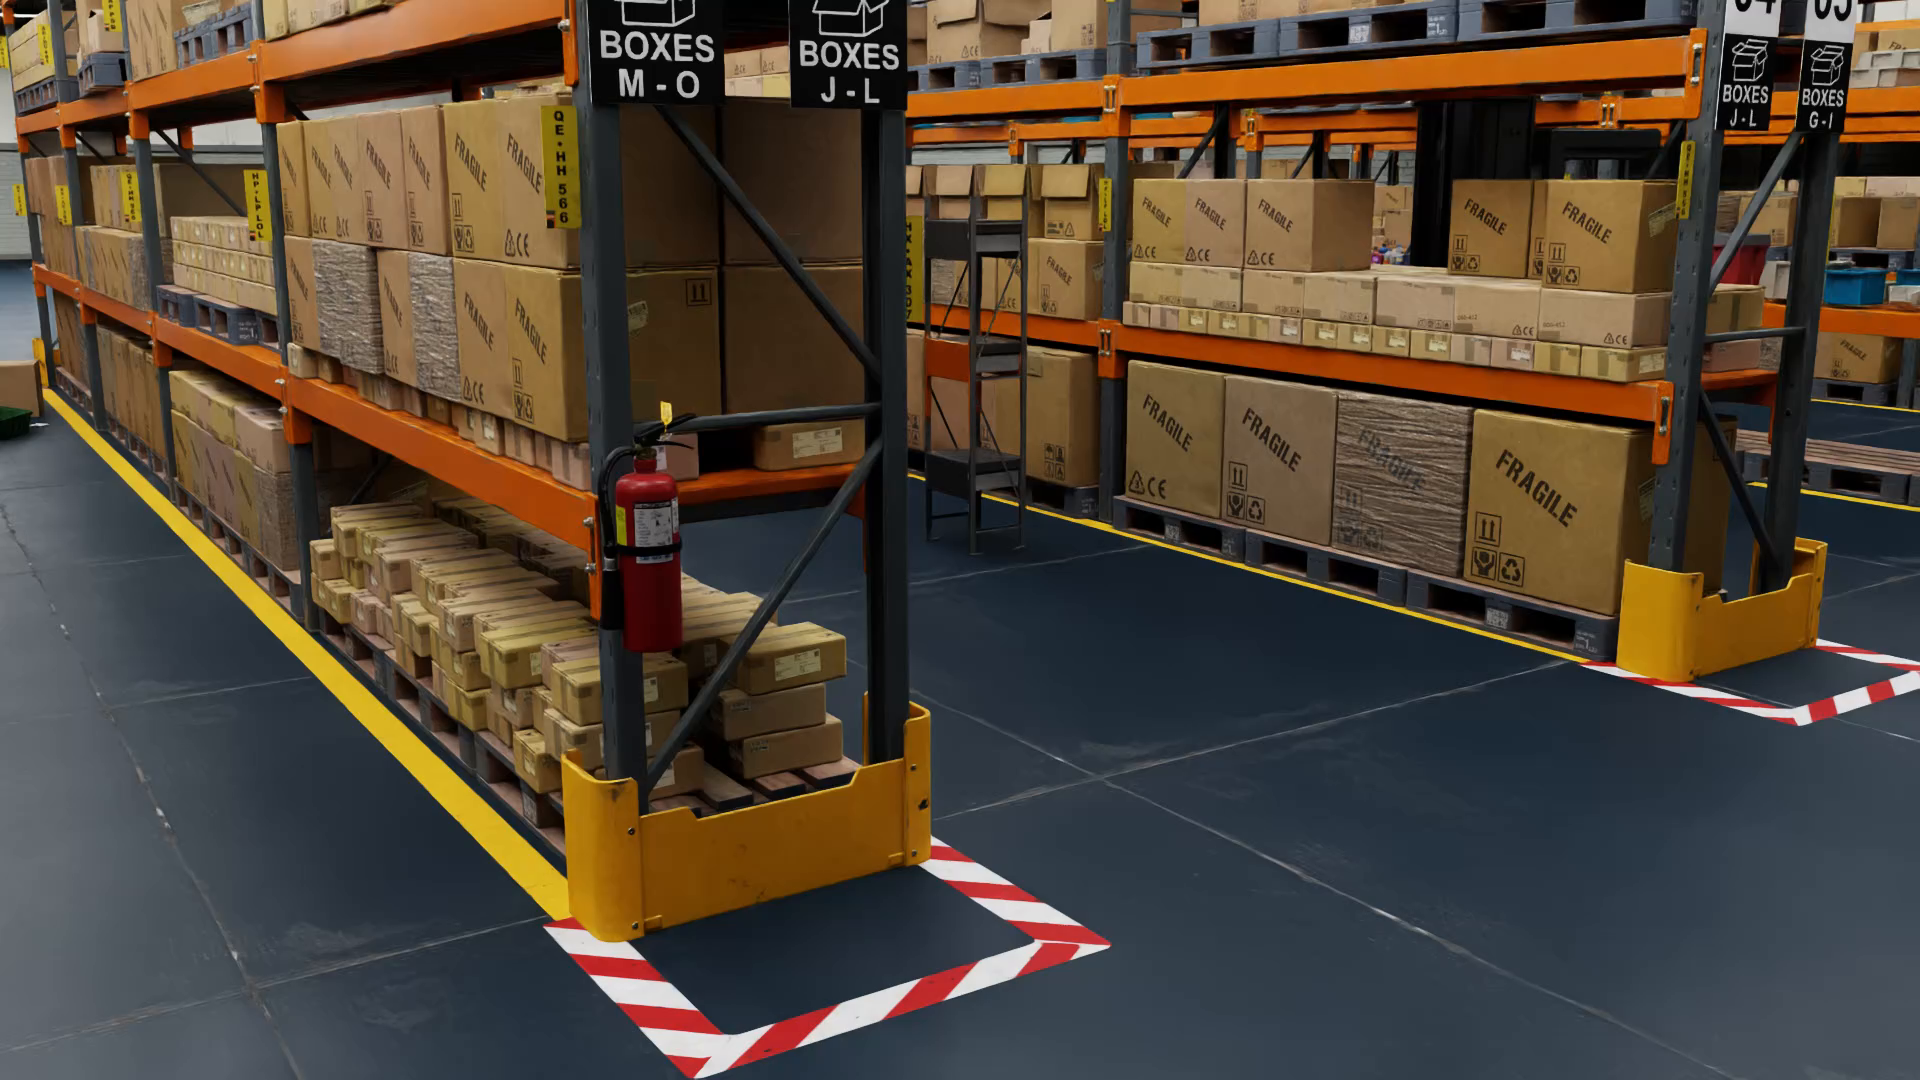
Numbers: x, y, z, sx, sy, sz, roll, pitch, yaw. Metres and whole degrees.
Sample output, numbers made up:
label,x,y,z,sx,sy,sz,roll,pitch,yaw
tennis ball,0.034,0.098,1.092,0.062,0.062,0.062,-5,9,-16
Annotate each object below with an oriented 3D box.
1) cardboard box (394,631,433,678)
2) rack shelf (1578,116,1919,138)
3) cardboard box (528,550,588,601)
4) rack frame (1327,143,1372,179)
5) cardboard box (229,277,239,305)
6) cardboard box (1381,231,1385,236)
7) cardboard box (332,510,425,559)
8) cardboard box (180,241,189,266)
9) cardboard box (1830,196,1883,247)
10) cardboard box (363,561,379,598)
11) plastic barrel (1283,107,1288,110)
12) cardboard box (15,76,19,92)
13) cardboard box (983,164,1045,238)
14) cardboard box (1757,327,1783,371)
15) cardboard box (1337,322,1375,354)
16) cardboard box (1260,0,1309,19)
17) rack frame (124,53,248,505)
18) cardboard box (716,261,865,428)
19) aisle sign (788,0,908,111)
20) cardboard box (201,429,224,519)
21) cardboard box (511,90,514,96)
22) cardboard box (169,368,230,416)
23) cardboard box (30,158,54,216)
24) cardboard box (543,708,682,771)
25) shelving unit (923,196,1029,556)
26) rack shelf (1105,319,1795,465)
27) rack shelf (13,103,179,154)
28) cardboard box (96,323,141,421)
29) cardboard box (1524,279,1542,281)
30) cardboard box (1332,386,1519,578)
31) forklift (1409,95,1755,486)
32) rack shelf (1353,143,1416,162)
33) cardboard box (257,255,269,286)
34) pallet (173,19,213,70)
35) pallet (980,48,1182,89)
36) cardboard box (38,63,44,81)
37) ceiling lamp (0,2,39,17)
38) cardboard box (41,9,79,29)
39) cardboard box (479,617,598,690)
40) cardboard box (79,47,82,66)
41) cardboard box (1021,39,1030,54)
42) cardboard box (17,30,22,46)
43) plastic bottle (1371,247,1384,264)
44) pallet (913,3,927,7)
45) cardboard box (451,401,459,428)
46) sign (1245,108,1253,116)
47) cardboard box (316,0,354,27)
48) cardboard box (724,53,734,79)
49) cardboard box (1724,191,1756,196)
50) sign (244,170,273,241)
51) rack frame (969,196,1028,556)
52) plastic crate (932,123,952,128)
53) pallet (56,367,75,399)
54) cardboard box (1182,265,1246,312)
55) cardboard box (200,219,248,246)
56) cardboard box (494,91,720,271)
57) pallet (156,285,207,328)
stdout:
label,x,y,z,sx,sy,sz,roll,pitch,yaw
cardboard box,-2.141,0.450,6.974,0.380,0.149,0.250,-9,15,-34
rack shelf,8.498,-4.277,17.562,1.077,0.370,4.000,-8,15,-33
cardboard box,-1.584,0.143,6.983,0.380,0.149,0.250,-8,15,-33
rack frame,5.174,-4.230,22.685,1.000,3.000,0.127,-8,15,-33
cardboard box,-3.937,-1.428,9.473,0.380,0.149,0.250,-7,14,-30
cardboard box,5.814,-4.030,22.084,0.396,0.266,0.258,-9,15,-34
cardboard box,-2.706,-0.028,7.766,0.380,0.149,0.250,-7,14,-30
cardboard box,-4.791,-1.848,10.700,0.380,0.149,0.250,-7,14,-30
cardboard box,9.096,-3.287,17.155,0.700,0.500,0.500,-6,14,-24
cardboard box,-2.513,0.151,7.642,0.380,0.149,0.250,-8,15,-33
plastic barrel,3.347,-4.545,16.840,0.421,0.512,0.421,0,12,0
cardboard box,-9.411,-4.653,16.969,0.380,0.149,0.250,-8,15,-32
cardboard box,0.626,-2.411,11.782,0.797,0.503,0.637,-8,15,-32
cardboard box,8.550,-2.033,17.460,0.500,0.500,0.500,-8,15,-32
cardboard box,2.255,-1.098,8.949,0.380,0.149,0.250,-8,15,-32
cardboard box,2.135,-3.176,9.390,0.700,0.500,0.500,-7,14,-30
rack frame,-5.044,-1.778,11.471,1.000,3.000,0.127,-8,15,-33
cardboard box,-0.630,-0.662,5.437,0.500,0.500,0.500,-7,14,-30
aisle sign,-0.321,-1.648,4.790,0.394,0.787,0.004,-8,15,-33
cardboard box,-4.295,-0.426,10.158,0.500,0.500,0.500,-9,15,-34
cardboard box,-5.026,-5.193,19.481,0.380,0.149,0.250,-8,15,-34
cardboard box,-4.863,-0.977,10.921,0.500,0.250,0.500,-9,15,-35
cardboard box,-8.724,-3.528,16.597,0.875,0.550,0.550,-8,15,-33
cardboard box,-1.142,0.627,5.468,0.380,0.149,0.250,-9,15,-34
shelving unit,0.092,-0.996,10.003,0.431,2.100,0.503,-8,15,-33
rack shelf,2.465,-0.929,9.271,1.077,0.370,4.000,-8,15,-33
rack shelf,-8.368,-3.959,16.107,1.077,0.370,4.000,-8,15,-33
cardboard box,-6.841,-1.496,14.463,1.050,0.750,0.750,-8,15,-33
cardboard box,3.239,-1.205,8.507,0.500,0.250,0.500,-8,15,-33
cardboard box,2.648,-0.358,8.967,0.875,0.875,0.875,-8,15,-33
forklift,3.763,-1.607,10.849,3.031,2.935,1.130,-3,13,-12
rack shelf,8.188,-6.287,26.752,1.077,0.370,4.000,-8,15,-33
cardboard box,-3.495,-1.433,8.802,0.380,0.149,0.250,-7,14,-30
pallet,-3.658,-2.747,9.319,1.213,0.211,1.003,-8,15,-33
pallet,0.808,-3.165,11.239,0.805,0.209,1.217,-9,15,-35
cardboard box,-8.154,-4.249,15.120,0.380,0.149,0.250,-8,15,-33
ceiling lamp,-22.410,-13.646,38.033,2.000,3.185,0.800,-8,15,-33
cardboard box,-7.728,-4.503,14.415,0.380,0.149,0.250,-8,15,-33
cardboard box,-1.456,0.395,5.832,0.380,0.149,0.250,-8,15,-34
cardboard box,-6.700,-3.806,13.094,0.380,0.149,0.250,-8,15,-33
cardboard box,0.657,-3.466,11.774,0.380,0.149,0.250,-9,15,-35
cardboard box,-8.994,-4.909,16.272,0.380,0.149,0.250,-8,15,-34
plastic bottle,3.837,-2.550,15.275,0.061,0.283,0.133,-8,15,-33
pallet,-0.112,-6.648,21.078,1.003,0.211,1.213,-8,15,-33
cardboard box,-1.668,-0.497,6.199,0.380,0.149,0.250,-9,15,-35
sign,2.810,-4.281,16.141,0.100,0.325,0.005,-8,15,-33
cardboard box,-2.234,-2.162,6.558,0.500,0.250,0.500,-7,14,-30
cardboard box,-1.886,-4.341,14.764,0.500,0.500,0.500,-8,15,-32
cardboard box,10.911,-4.548,22.875,0.700,0.500,0.500,-10,16,-38
sign,-3.288,-1.566,7.791,0.100,0.325,0.005,-8,15,-33
rack frame,0.227,-0.953,9.804,0.400,2.100,0.015,-8,15,-33
plastic crate,-0.178,-5.219,20.802,0.243,0.136,0.396,-8,15,-33
pallet,-8.968,-1.706,17.667,1.003,0.211,1.213,-8,15,-33
cardboard box,1.671,-1.504,9.874,0.500,0.250,0.500,-8,15,-33
cardboard box,-4.368,-1.859,10.055,0.380,0.149,0.250,-7,14,-30
cardboard box,-1.072,-1.090,5.053,0.500,0.500,0.500,-8,15,-34
pallet,-4.560,-1.570,10.970,1.213,0.211,1.003,-8,15,-33
